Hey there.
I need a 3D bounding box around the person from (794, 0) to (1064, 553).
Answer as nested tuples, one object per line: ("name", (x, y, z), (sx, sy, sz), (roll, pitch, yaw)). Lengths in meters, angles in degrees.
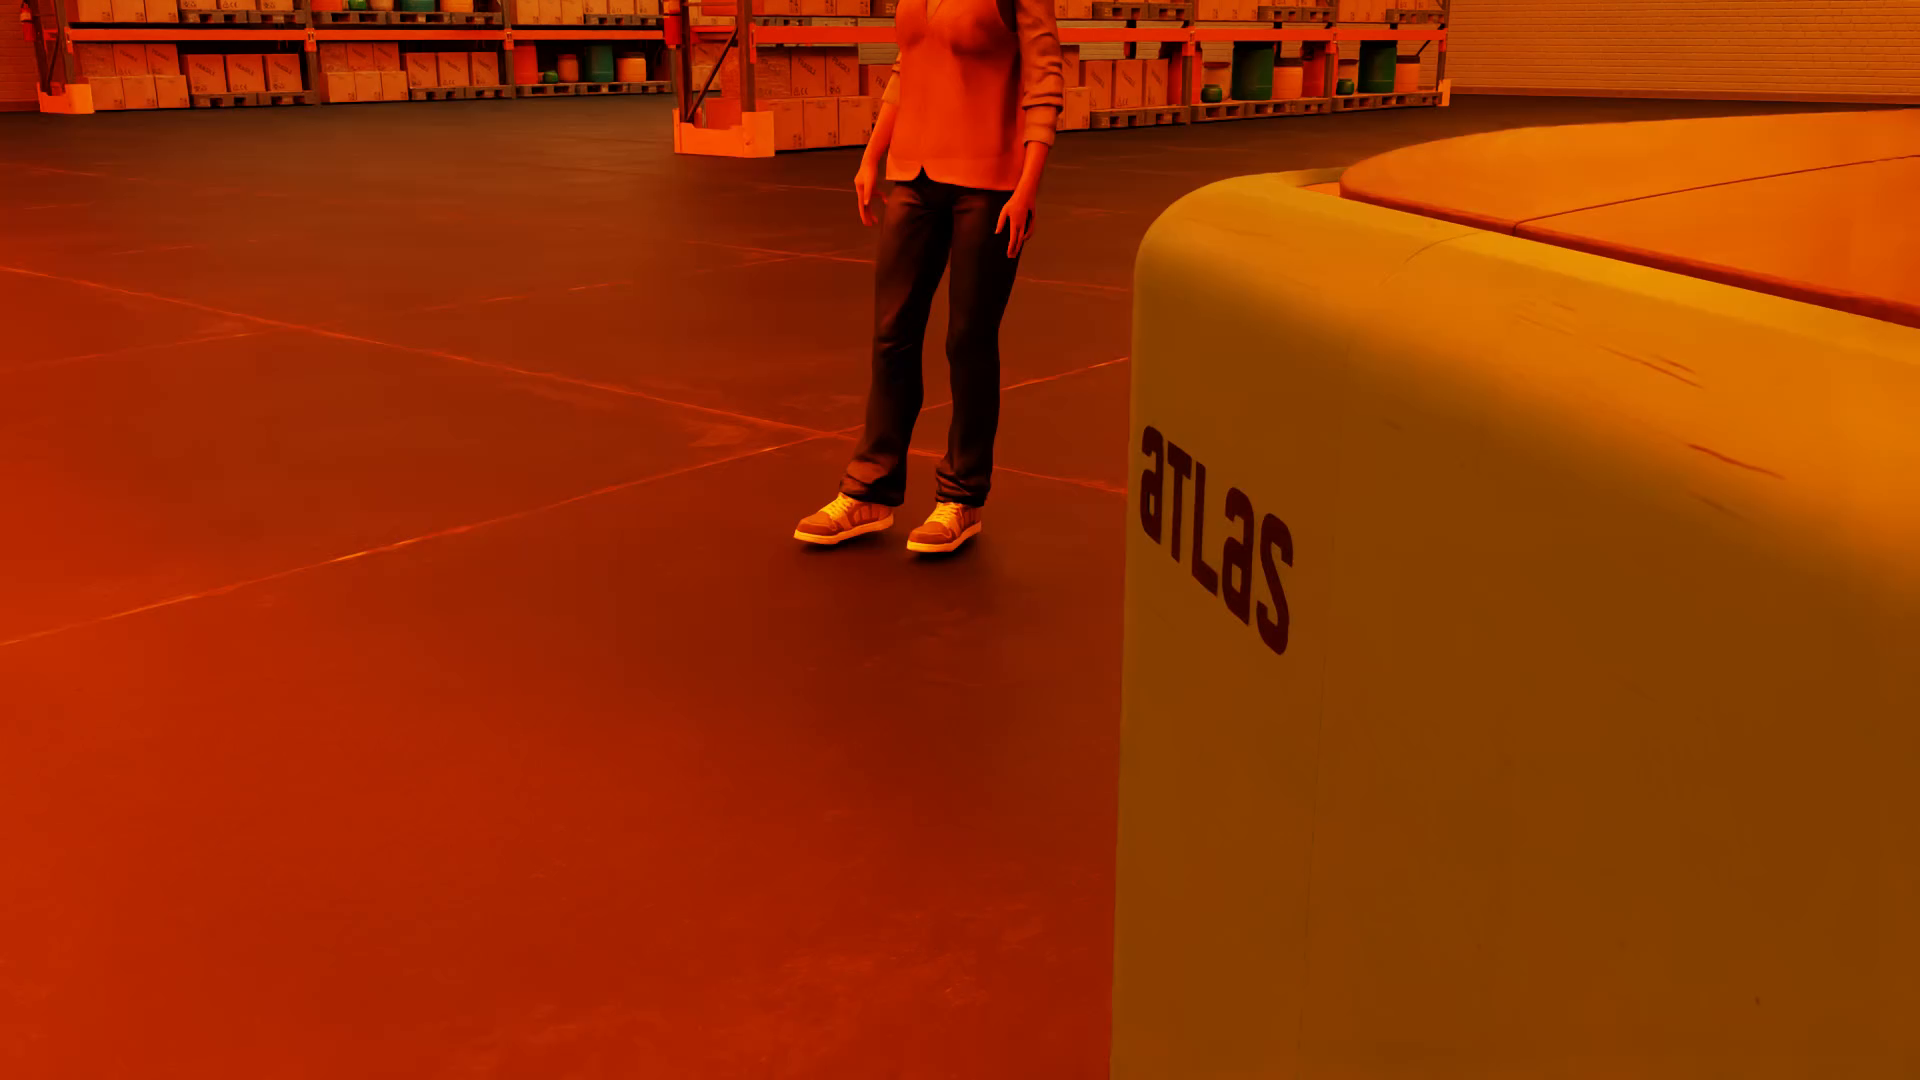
("person", (-0.058, -0.757, 3.662), (0.520, 1.597, 0.476), (13, 21, 37))
